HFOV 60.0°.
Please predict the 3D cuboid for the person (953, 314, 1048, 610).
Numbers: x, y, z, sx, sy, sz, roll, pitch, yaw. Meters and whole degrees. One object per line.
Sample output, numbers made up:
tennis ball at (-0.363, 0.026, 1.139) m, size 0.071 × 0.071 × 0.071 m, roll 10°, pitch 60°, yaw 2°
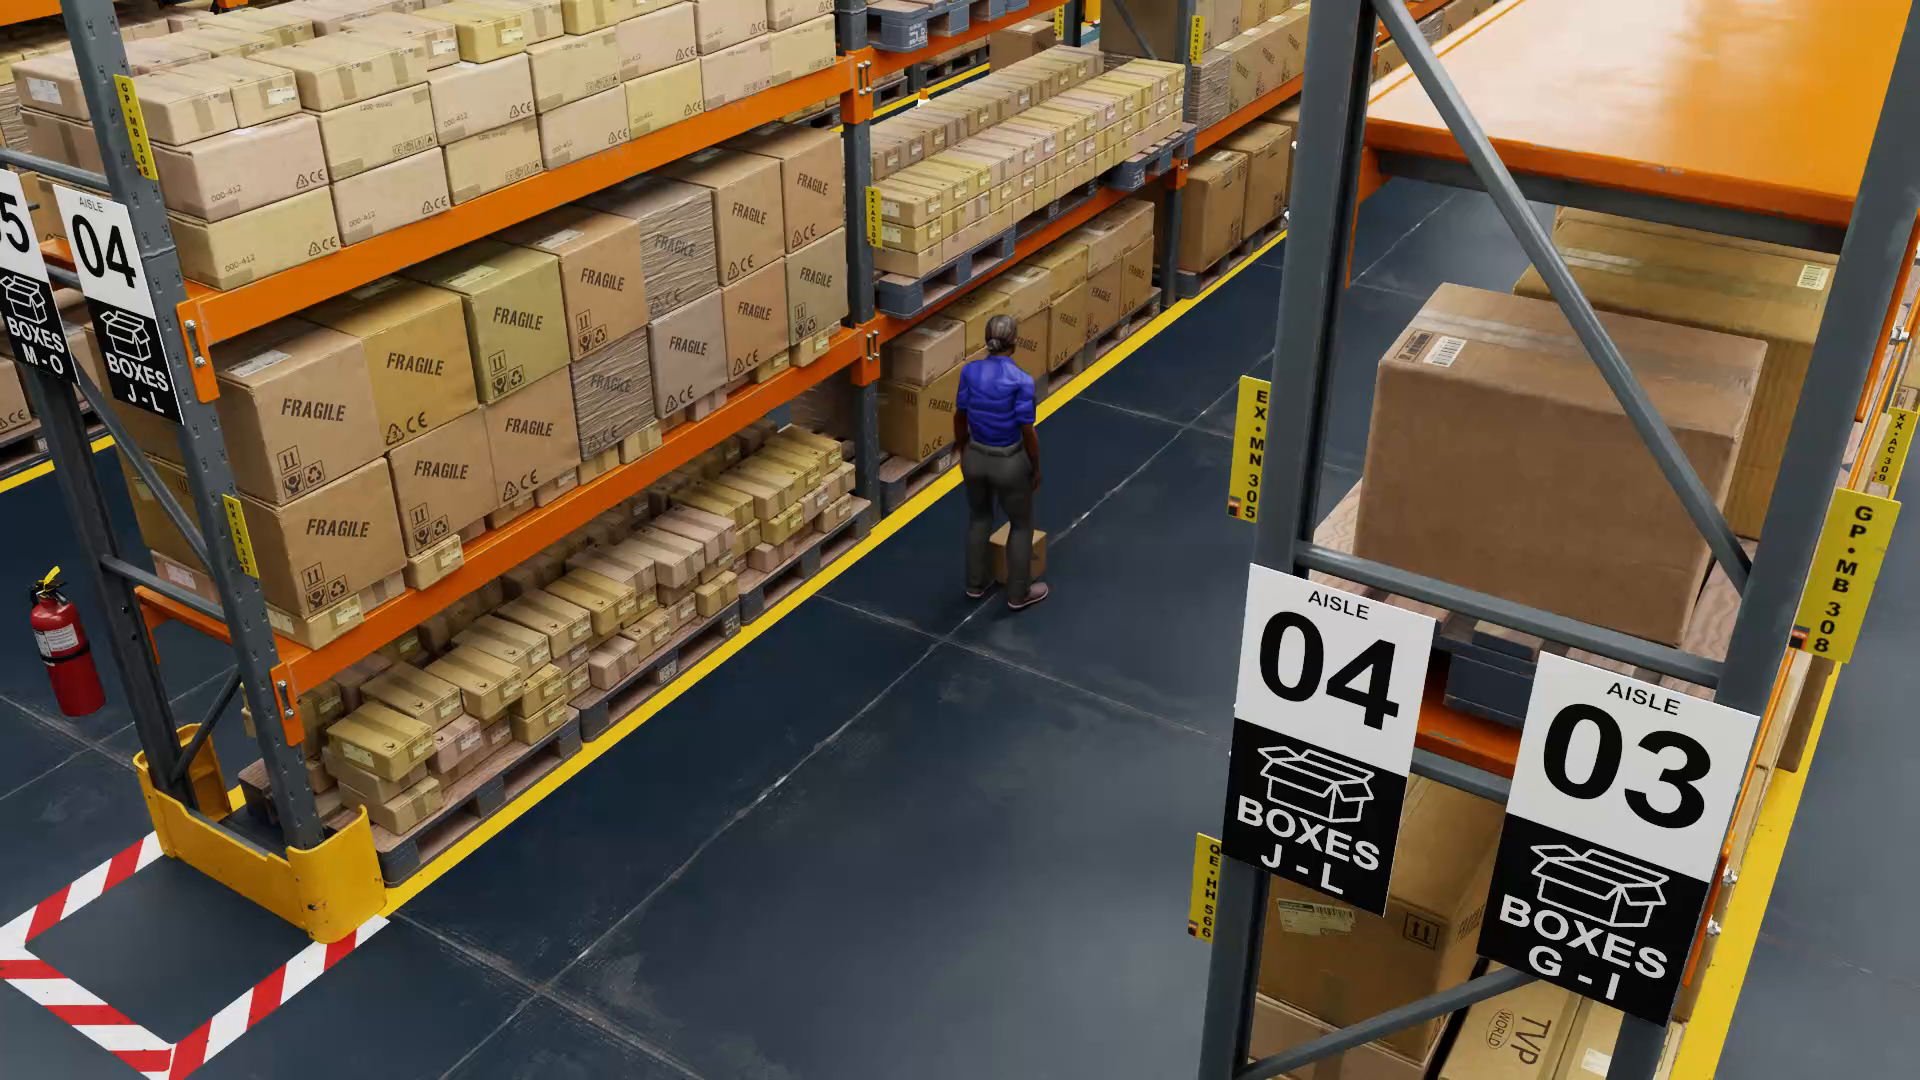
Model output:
person at (0.213, -0.408, 8.875) m, size 0.511 × 1.654 × 0.346 m, roll 15°, pitch 34°, yaw 24°
